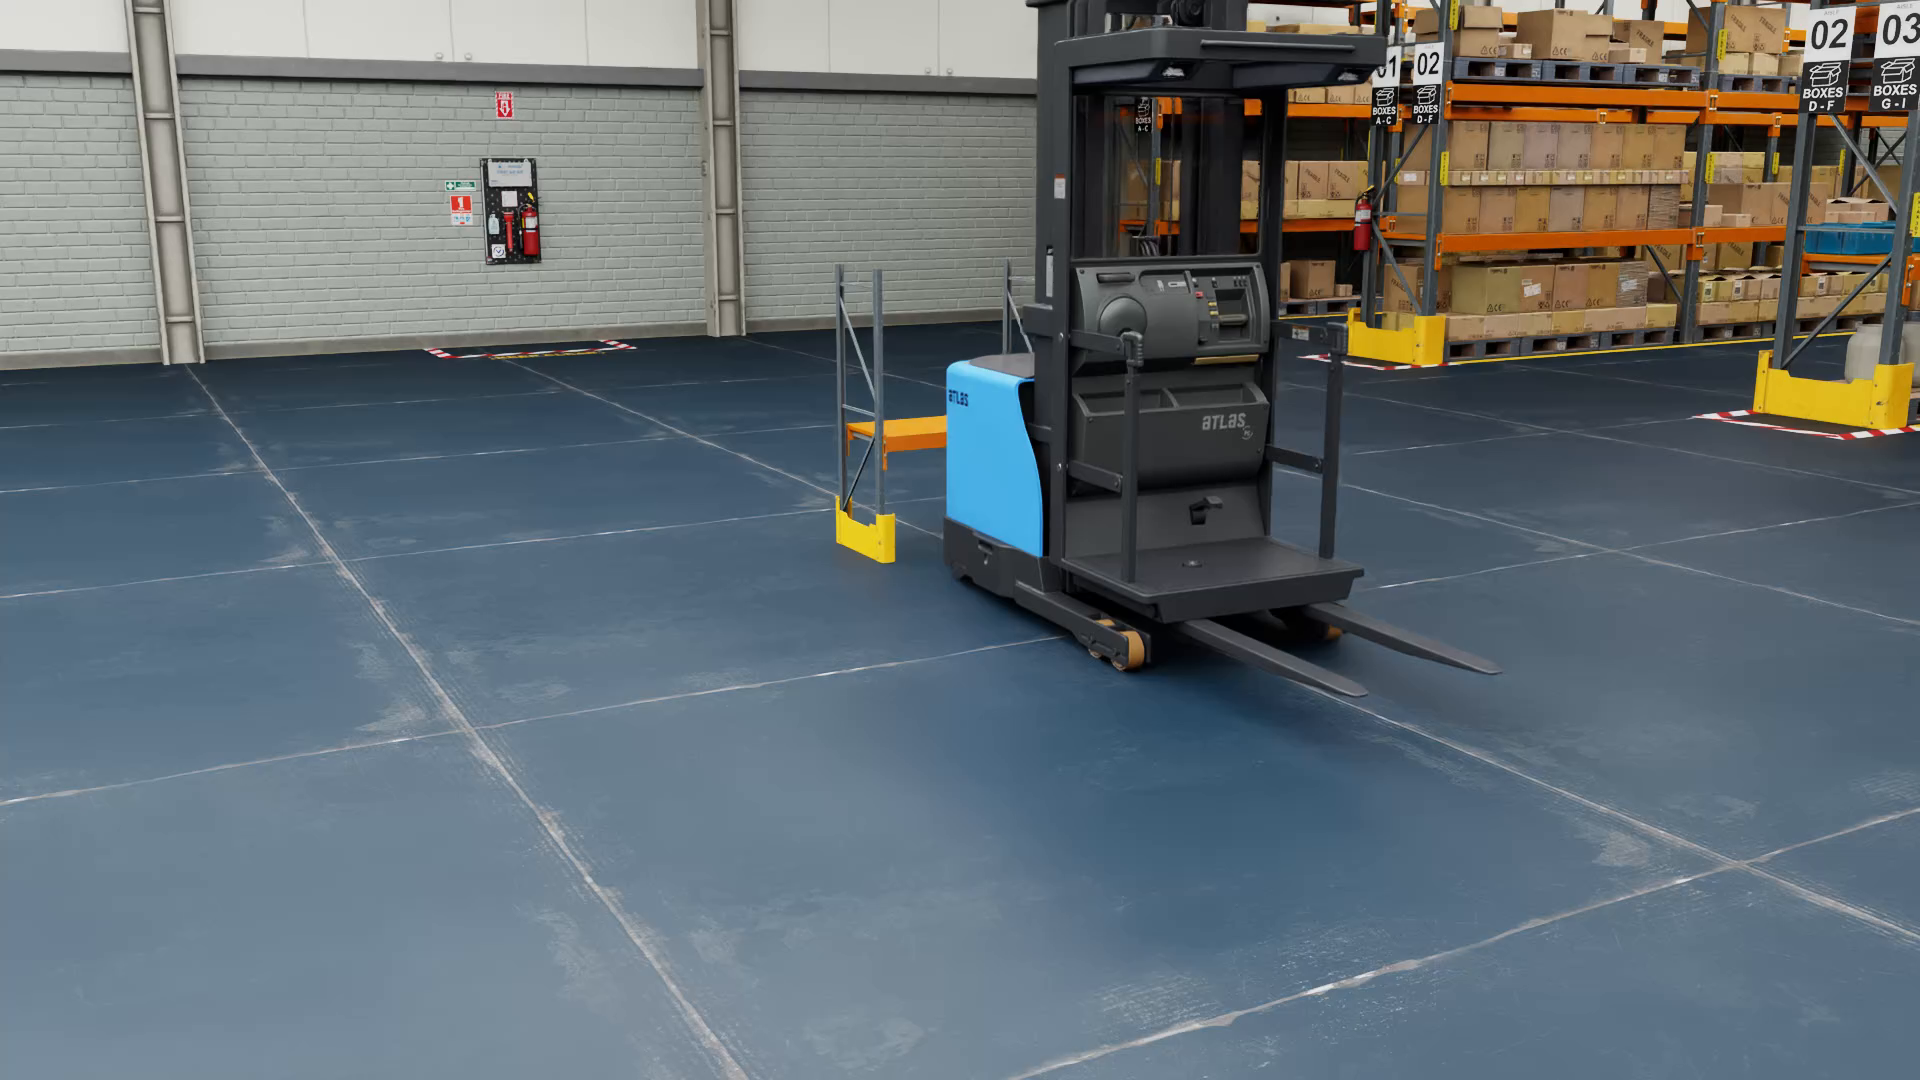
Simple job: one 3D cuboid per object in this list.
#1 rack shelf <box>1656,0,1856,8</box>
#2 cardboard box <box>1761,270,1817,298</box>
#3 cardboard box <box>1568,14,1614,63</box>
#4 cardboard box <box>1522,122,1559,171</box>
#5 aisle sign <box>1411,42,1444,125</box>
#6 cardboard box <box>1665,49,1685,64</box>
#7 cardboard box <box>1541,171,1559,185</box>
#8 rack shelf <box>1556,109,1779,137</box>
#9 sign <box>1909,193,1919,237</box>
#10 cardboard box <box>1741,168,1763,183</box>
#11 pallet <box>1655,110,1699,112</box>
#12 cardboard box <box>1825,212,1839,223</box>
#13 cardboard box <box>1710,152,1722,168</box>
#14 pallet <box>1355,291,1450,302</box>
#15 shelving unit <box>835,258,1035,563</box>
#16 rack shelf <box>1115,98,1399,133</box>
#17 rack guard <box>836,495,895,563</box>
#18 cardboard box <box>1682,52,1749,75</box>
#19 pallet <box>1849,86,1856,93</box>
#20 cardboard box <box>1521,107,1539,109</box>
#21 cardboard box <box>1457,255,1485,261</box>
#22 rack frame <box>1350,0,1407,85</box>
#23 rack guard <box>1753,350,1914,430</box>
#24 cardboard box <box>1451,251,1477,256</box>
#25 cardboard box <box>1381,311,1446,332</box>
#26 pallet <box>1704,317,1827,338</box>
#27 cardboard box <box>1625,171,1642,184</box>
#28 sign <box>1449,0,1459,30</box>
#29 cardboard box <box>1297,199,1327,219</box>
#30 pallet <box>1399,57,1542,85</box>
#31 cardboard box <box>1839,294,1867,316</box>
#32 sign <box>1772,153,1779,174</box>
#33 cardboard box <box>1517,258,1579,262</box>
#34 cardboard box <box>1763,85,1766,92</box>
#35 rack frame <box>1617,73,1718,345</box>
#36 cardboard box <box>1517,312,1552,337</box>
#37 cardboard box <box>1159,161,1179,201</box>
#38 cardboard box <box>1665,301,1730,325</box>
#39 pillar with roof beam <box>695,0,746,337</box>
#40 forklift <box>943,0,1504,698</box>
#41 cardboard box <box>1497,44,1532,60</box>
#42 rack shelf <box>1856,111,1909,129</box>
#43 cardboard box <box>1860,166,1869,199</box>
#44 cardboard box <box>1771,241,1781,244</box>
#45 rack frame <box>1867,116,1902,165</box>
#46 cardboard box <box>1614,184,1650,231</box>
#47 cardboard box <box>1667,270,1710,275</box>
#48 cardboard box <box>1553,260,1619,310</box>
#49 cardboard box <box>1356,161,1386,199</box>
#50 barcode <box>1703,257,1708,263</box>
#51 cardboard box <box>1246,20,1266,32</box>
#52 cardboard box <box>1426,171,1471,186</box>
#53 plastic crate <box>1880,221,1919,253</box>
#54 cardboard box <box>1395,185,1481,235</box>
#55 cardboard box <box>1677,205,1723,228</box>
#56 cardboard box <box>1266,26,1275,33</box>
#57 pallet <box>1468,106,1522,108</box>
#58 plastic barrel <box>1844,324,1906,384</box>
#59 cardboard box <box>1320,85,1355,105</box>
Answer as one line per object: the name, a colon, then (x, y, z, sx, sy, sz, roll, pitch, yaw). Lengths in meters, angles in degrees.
rack shelf: (9.879, -6.396, 19.583, 4.000, 0.370, 1.077, -7, 14, -28)
cardboard box: (9.955, -3.099, 20.077, 0.500, 0.311, 0.500, -6, 14, -26)
cardboard box: (6.618, -5.443, 18.120, 0.637, 0.503, 0.797, -5, 14, -22)
cardboard box: (5.976, -4.227, 17.879, 0.500, 0.500, 0.700, -7, 14, -28)
aisle sign: (4.702, -4.586, 16.735, 0.004, 0.787, 0.394, -7, 14, -28)
cardboard box: (11.456, -7.565, 26.123, 0.500, 0.250, 0.500, -7, 15, -30)
cardboard box: (6.190, -3.885, 17.834, 0.250, 0.149, 0.380, -7, 14, -29)
rack shelf: (11.014, -6.503, 25.978, 4.000, 0.370, 1.077, -7, 14, -28)
sign: (7.243, -2.458, 12.567, 0.005, 0.325, 0.100, -7, 14, -28)
cardboard box: (12.485, -5.707, 26.686, 0.500, 0.500, 0.500, -7, 15, -29)
pallet: (10.778, -6.747, 25.857, 1.213, 0.211, 1.003, -6, 14, -25)
cardboard box: (10.543, -3.958, 20.437, 0.250, 0.149, 0.380, -6, 14, -24)
cardboard box: (11.580, -5.966, 26.129, 0.500, 0.250, 0.500, -7, 14, -27)
pallet: (6.430, -3.481, 24.095, 1.213, 0.211, 1.003, -7, 14, -28)
shelving unit: (-0.067, -0.724, 8.909, 1.083, 1.500, 0.587, -7, 14, -28)
rack shelf: (3.992, -5.661, 22.239, 4.000, 0.370, 1.077, -7, 14, -28)
rack guard: (-0.504, -0.062, 8.813, 0.087, 0.250, 0.587, -7, 14, -28)
cardboard box: (8.669, -5.463, 19.104, 0.500, 0.250, 0.500, -5, 14, -22)
pallet: (11.082, -5.508, 20.351, 1.003, 0.211, 1.213, -6, 14, -25)
cardboard box: (8.076, -6.585, 24.424, 0.637, 0.503, 0.797, -5, 14, -20)
cardboard box: (7.282, -3.945, 24.497, 0.500, 0.500, 0.700, -7, 14, -27)
rack frame: (5.747, -7.686, 22.765, 0.127, 3.000, 1.000, -7, 14, -28)
rack guard: (7.027, -1.227, 13.421, 0.348, 0.500, 1.175, -7, 14, -28)
cardboard box: (7.225, -4.303, 24.381, 0.500, 0.250, 0.500, -7, 15, -29)
cardboard box: (4.942, -2.361, 18.073, 0.500, 0.250, 0.500, -7, 14, -28)
pallet: (9.824, -2.659, 20.442, 1.213, 0.211, 1.003, -7, 14, -28)
cardboard box: (7.311, -4.019, 18.429, 0.250, 0.149, 0.380, -7, 14, -28)
sign: (4.874, -5.205, 16.402, 0.005, 0.325, 0.100, -7, 14, -28)
cardboard box: (4.601, -4.481, 22.483, 0.500, 0.250, 0.500, -7, 14, -28)
pallet: (5.246, -4.874, 17.302, 1.213, 0.211, 1.003, -7, 14, -28)
cardboard box: (10.839, -2.932, 20.610, 0.500, 0.250, 0.500, -7, 14, -29)
sign: (13.038, -6.023, 26.585, 0.005, 0.325, 0.100, -7, 14, -28)
cardboard box: (6.689, -2.940, 18.941, 0.500, 0.500, 0.500, -7, 14, -28)
cardboard box: (13.257, -7.362, 27.314, 0.500, 0.250, 0.500, -7, 14, -27)
rack frame: (8.124, -3.805, 19.184, 0.127, 3.000, 1.000, -7, 14, -28)
cardboard box: (6.066, -2.367, 18.100, 0.500, 0.250, 0.500, -7, 14, -28)
cardboard box: (2.799, -4.633, 21.452, 0.500, 0.500, 0.500, -7, 14, -28)
cardboard box: (8.597, -2.663, 19.416, 0.500, 0.250, 0.500, -7, 15, -29)
pillar with roof beam: (-0.768, -6.045, 15.472, 0.400, 9.000, 9.100, -7, 14, -28)
forklift: (1.008, -1.007, 6.910, 1.130, 2.935, 3.031, -6, 14, -25)
cardboard box: (5.730, -5.088, 17.350, 0.250, 0.149, 0.380, -7, 14, -28)
rack shelf: (13.390, -5.548, 21.738, 4.000, 0.370, 1.077, -7, 14, -28)
cardboard box: (15.204, -6.034, 28.404, 0.700, 0.700, 0.980, -7, 14, -28)
cardboard box: (13.945, -5.068, 28.056, 0.250, 0.149, 0.380, -7, 15, -30)
rack frame: (16.280, -6.021, 29.033, 0.127, 3.000, 1.000, -7, 14, -28)
cardboard box: (7.278, -3.749, 18.708, 0.500, 0.500, 0.700, -7, 14, -28)
cardboard box: (8.796, -3.096, 20.061, 0.500, 0.311, 0.500, -6, 14, -26)
cardboard box: (6.940, -2.839, 18.492, 0.500, 0.500, 0.500, -7, 14, -28)
cardboard box: (5.480, -4.952, 22.870, 0.500, 0.500, 0.500, -7, 14, -28)
barcode: (8.547, -3.215, 19.067, 0.075, 0.075, 0.001, -7, 14, -28)
cardboard box: (3.600, -6.441, 21.514, 0.500, 0.500, 0.500, -6, 14, -26)
cardboard box: (5.061, -3.749, 17.231, 0.250, 0.149, 0.380, -7, 14, -28)
plastic crate: (7.852, -2.534, 13.876, 0.408, 0.251, 0.499, -7, 14, -28)
cardboard box: (5.029, -3.479, 17.510, 0.500, 0.500, 0.700, -7, 14, -28)
cardboard box: (8.535, -3.792, 19.468, 0.500, 0.250, 0.500, -6, 14, -24)
cardboard box: (3.851, -6.602, 22.232, 0.500, 0.500, 0.500, -7, 14, -28)
pallet: (7.249, -6.285, 23.800, 1.003, 0.211, 1.213, -7, 14, -28)
plastic barrel: (7.524, -1.504, 13.671, 0.421, 0.512, 0.421, 0, 13, 0)
cardboard box: (4.972, -6.129, 22.408, 0.500, 0.500, 0.500, -8, 15, -33)
